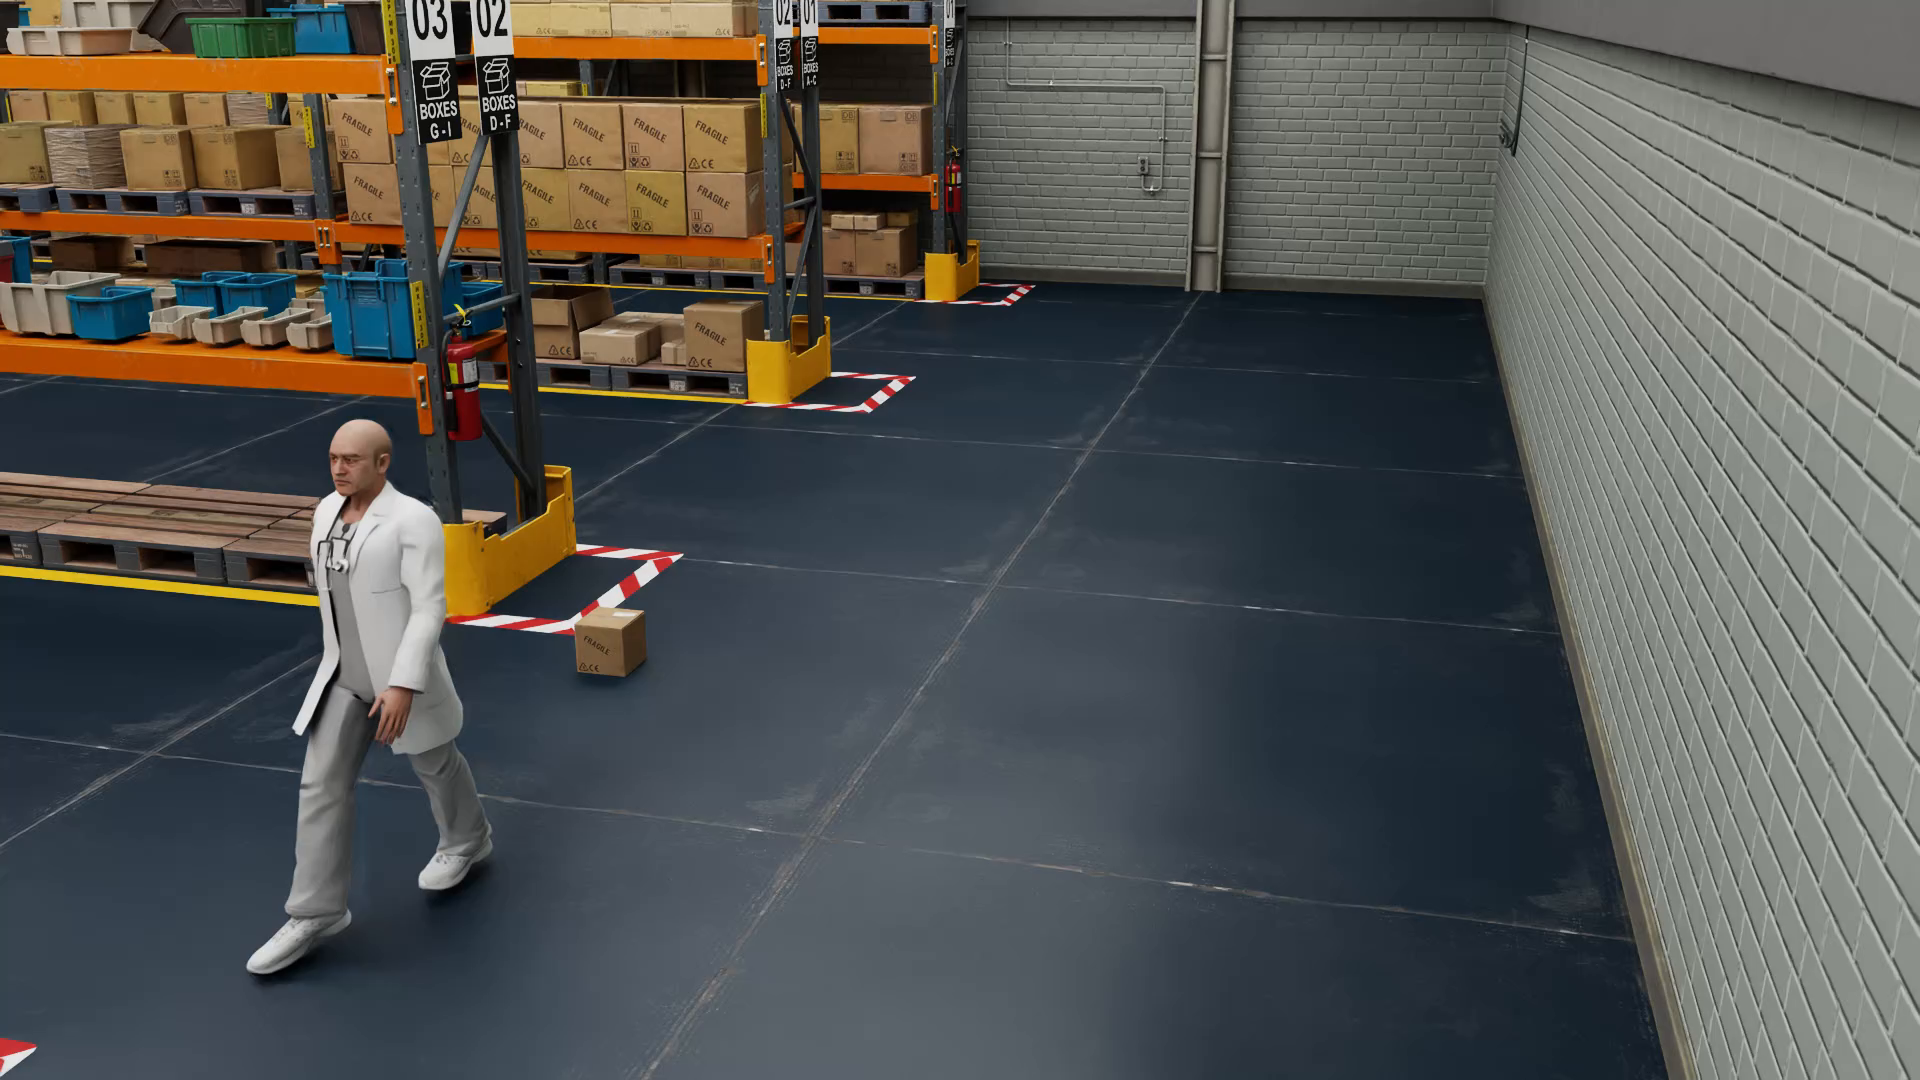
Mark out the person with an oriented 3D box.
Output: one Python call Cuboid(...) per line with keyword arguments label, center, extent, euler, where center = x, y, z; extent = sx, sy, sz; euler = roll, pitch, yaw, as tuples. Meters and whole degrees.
Cuboid(label="person", center=(-1.989, 0.477, 5.560), extent=(0.616, 1.748, 0.990), euler=(7, 19, 20))
